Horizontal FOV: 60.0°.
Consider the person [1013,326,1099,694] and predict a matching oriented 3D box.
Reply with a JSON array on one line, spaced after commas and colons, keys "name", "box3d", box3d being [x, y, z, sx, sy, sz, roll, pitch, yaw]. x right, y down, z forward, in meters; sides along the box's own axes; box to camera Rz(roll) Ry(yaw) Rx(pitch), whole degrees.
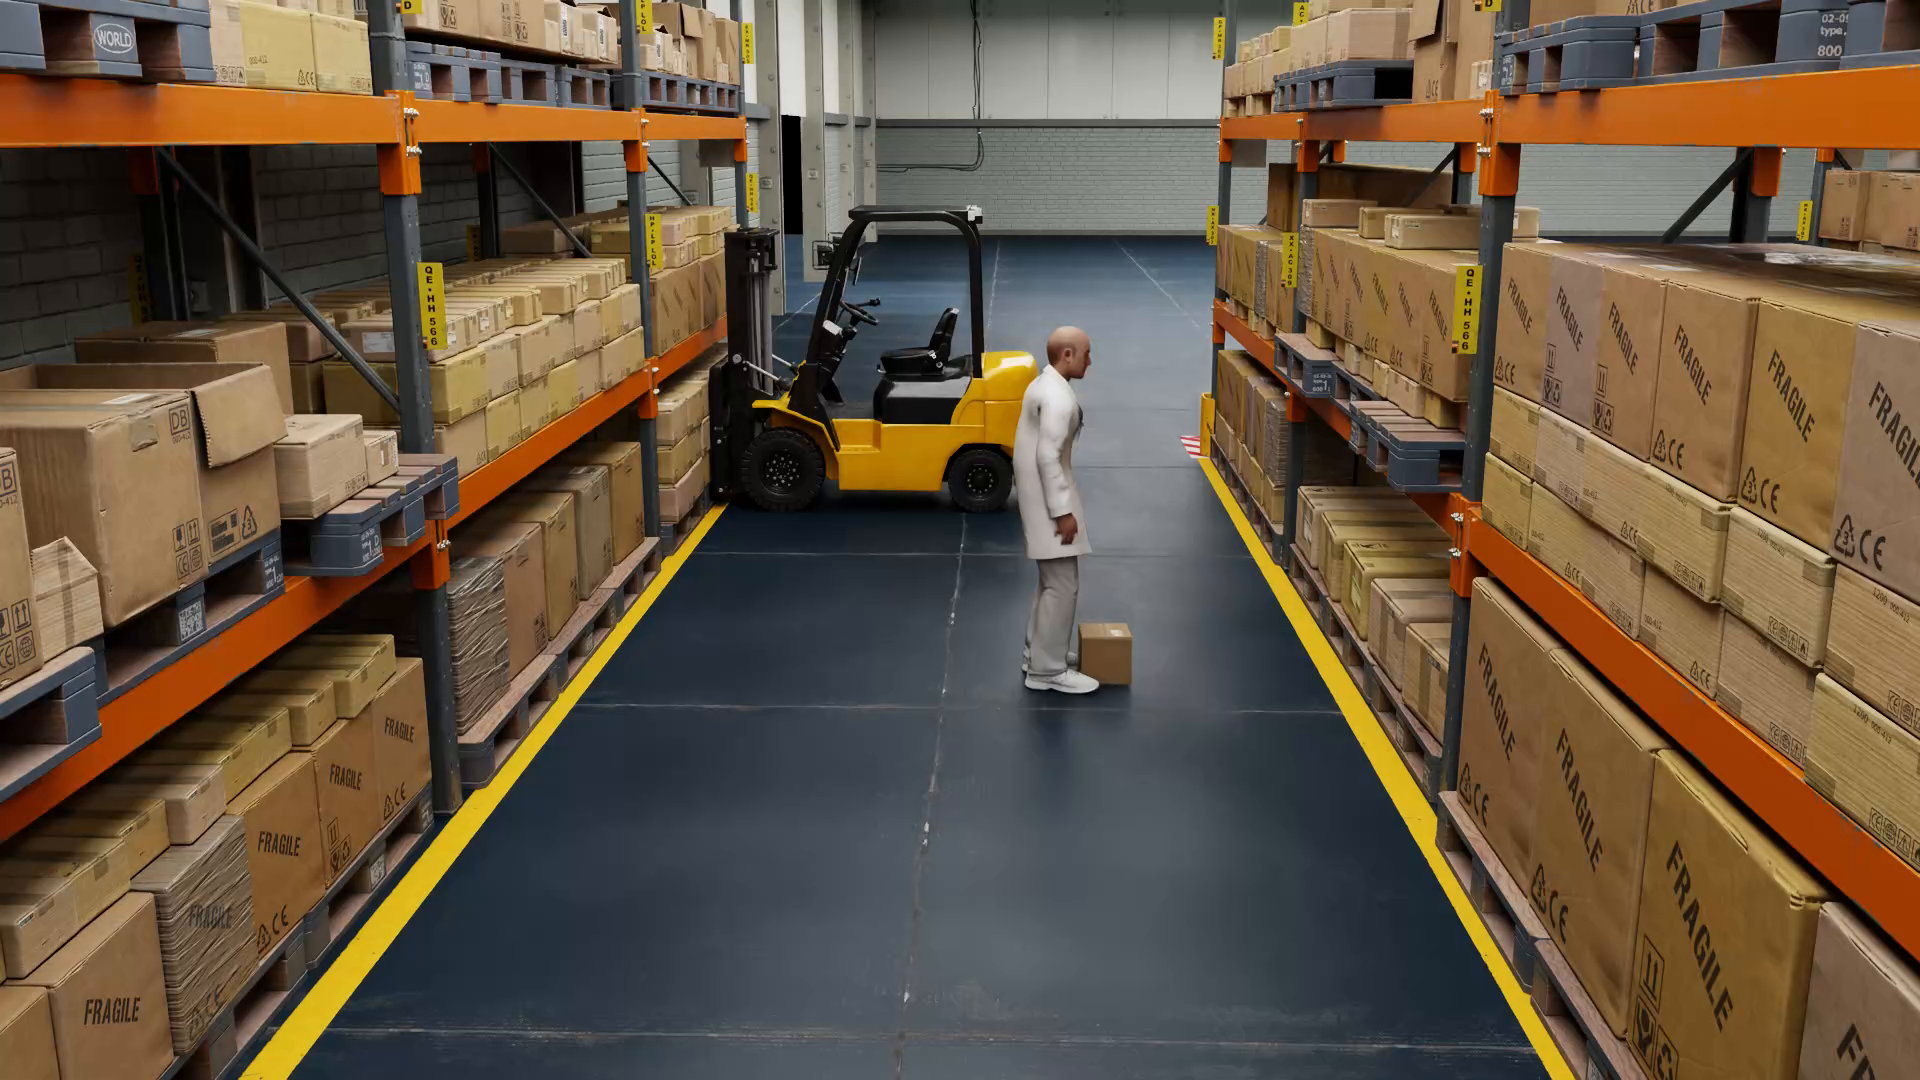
[{"name": "person", "box3d": [0.475, -0.166, 8.216, 0.428, 1.772, 0.640, 0, 14, -1]}]
